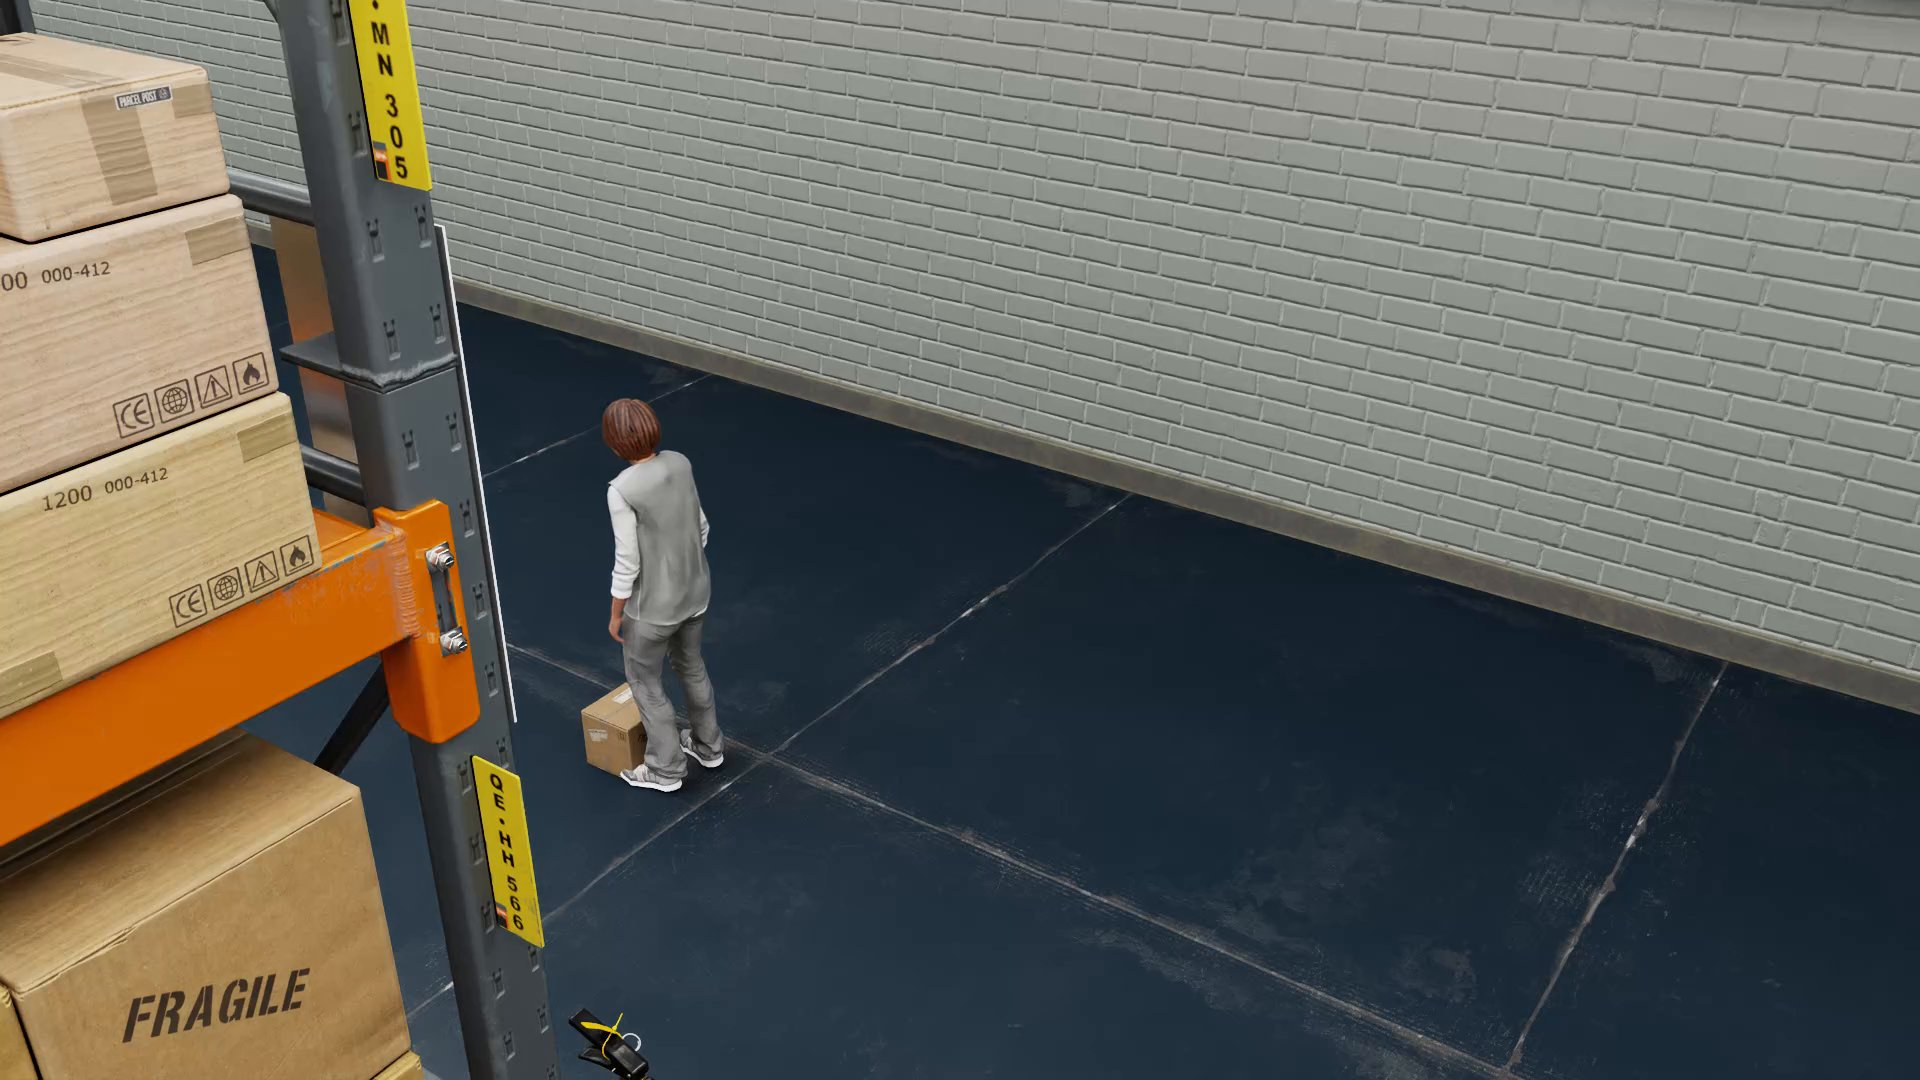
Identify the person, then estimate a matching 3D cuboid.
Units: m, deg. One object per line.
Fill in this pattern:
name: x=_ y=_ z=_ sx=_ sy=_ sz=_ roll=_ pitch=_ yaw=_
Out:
person: x=-1.119 y=0.224 z=6.197 sx=0.364 sy=1.593 sz=0.461 roll=18 pitch=32 yaw=31
